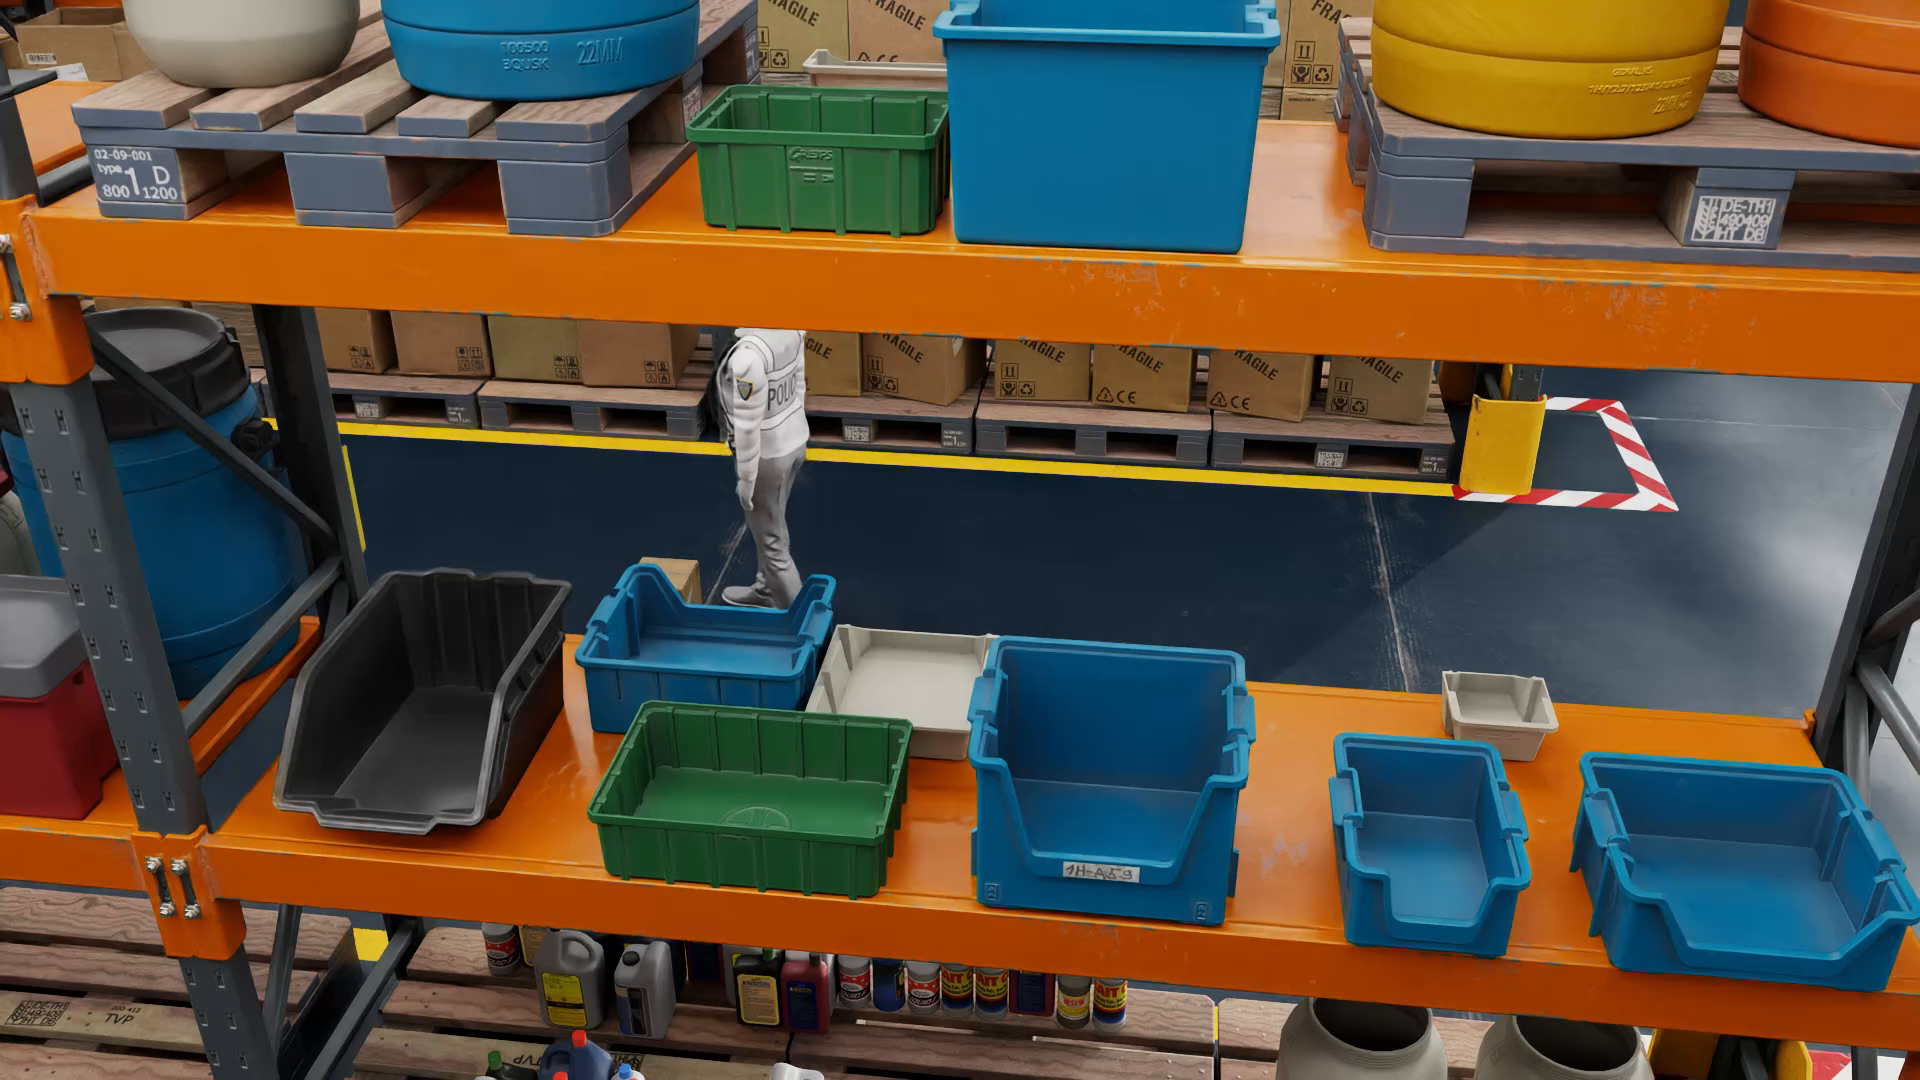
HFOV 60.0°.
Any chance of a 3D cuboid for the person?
[{"bbox_3d":[-0.846,-0.366,6.767,0.545,1.673,0.495,12,31,20],"label":"person"}]
